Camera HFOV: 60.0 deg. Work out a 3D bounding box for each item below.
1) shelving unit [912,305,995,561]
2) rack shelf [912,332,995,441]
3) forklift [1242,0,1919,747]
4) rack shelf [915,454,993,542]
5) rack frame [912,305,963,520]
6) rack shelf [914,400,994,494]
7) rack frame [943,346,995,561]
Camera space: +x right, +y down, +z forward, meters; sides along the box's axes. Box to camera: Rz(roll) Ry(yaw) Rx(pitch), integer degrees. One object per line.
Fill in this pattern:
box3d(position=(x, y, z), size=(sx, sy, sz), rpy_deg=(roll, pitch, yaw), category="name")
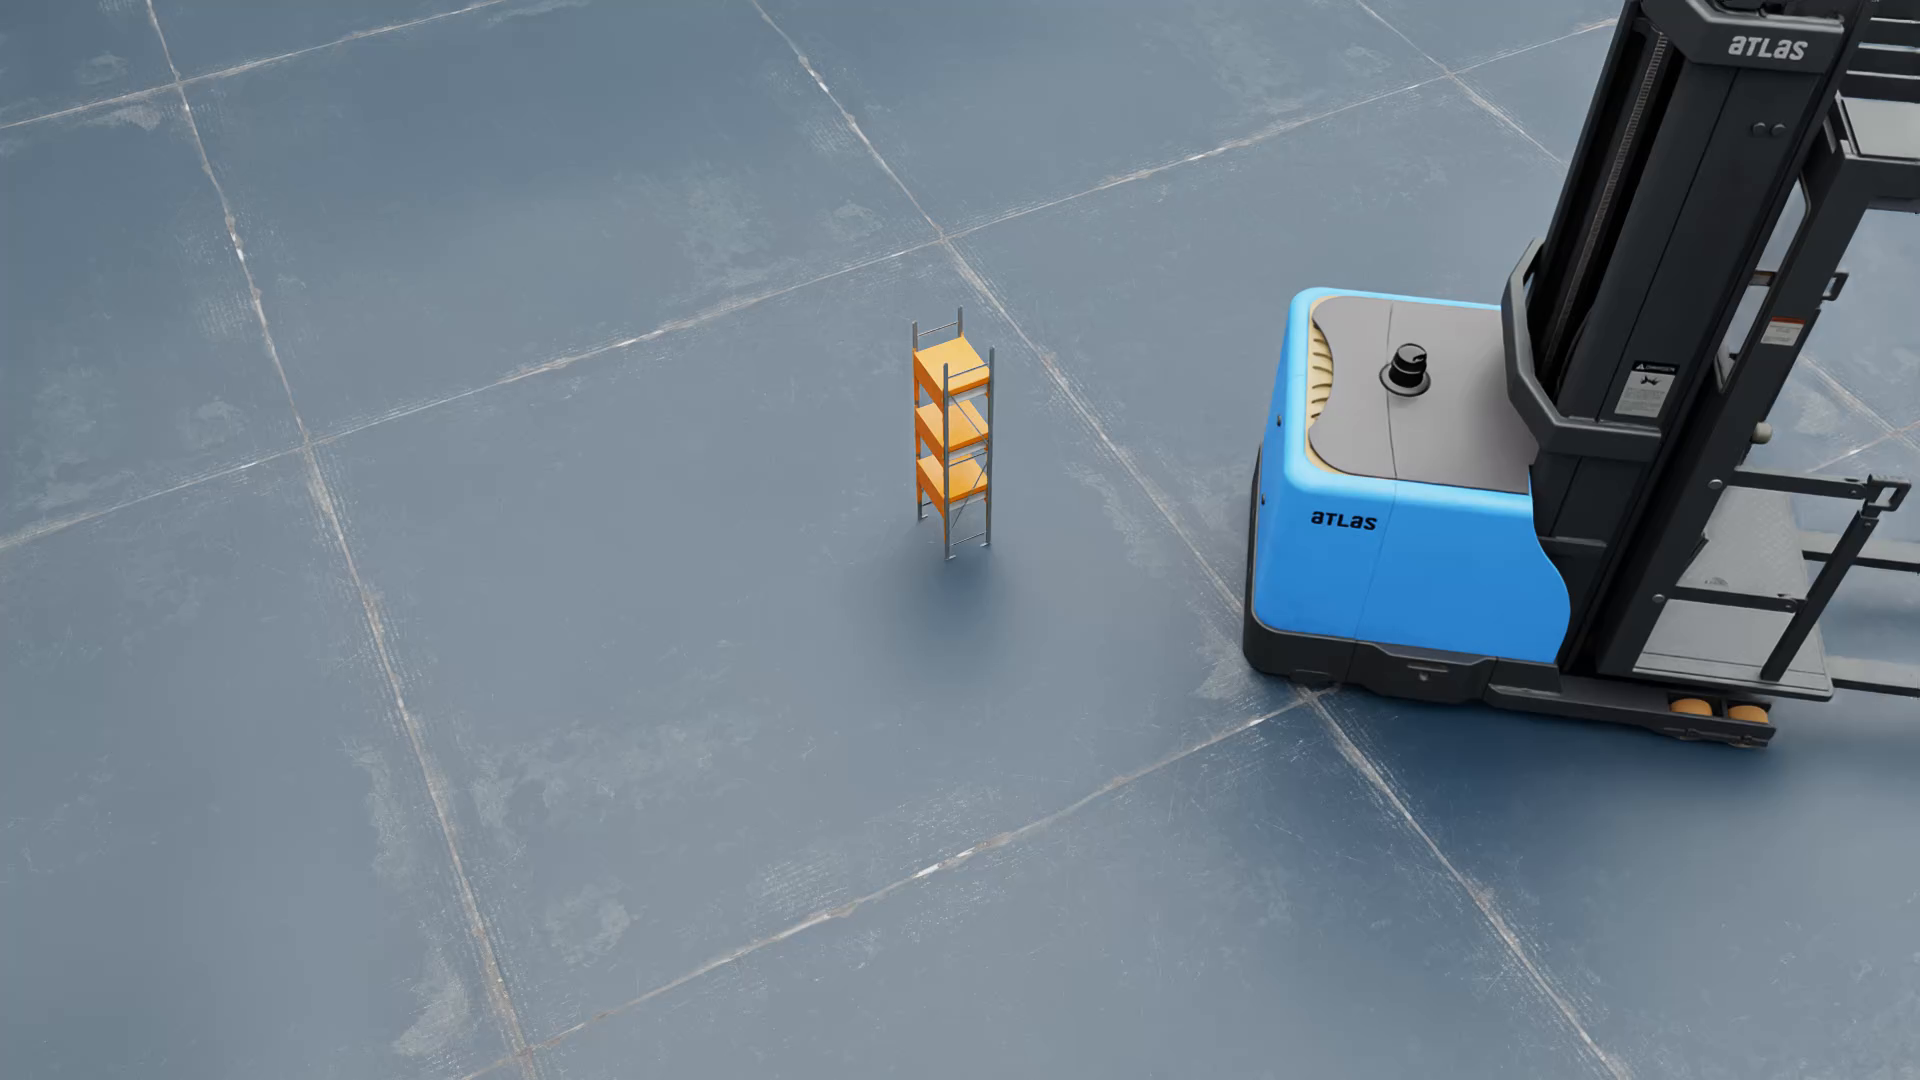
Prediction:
box3d(position=(-0.024, -0.381, 6.279), size=(0.215, 1.050, 0.252), rpy_deg=(-21, 52, -18), category="shelving unit")
box3d(position=(-0.024, -0.561, 6.073), size=(0.215, 0.259, 0.240), rpy_deg=(-21, 52, -18), category="rack shelf")
box3d(position=(2.614, -0.652, 5.266), size=(3.031, 2.935, 1.130), rpy_deg=(7, 49, 6), category="forklift")
box3d(position=(-0.024, -0.192, 6.496), size=(0.215, 0.259, 0.240), rpy_deg=(-21, 52, -18), category="rack shelf")
box3d(position=(-0.080, -0.463, 6.350), size=(0.200, 1.050, 0.008), rpy_deg=(-21, 52, -18), category="rack frame")
box3d(position=(-0.024, -0.374, 6.287), size=(0.215, 0.259, 0.240), rpy_deg=(-21, 52, -18), category="rack shelf")
box3d(position=(0.031, -0.300, 6.207), size=(0.200, 1.050, 0.008), rpy_deg=(-21, 52, -18), category="rack frame")
